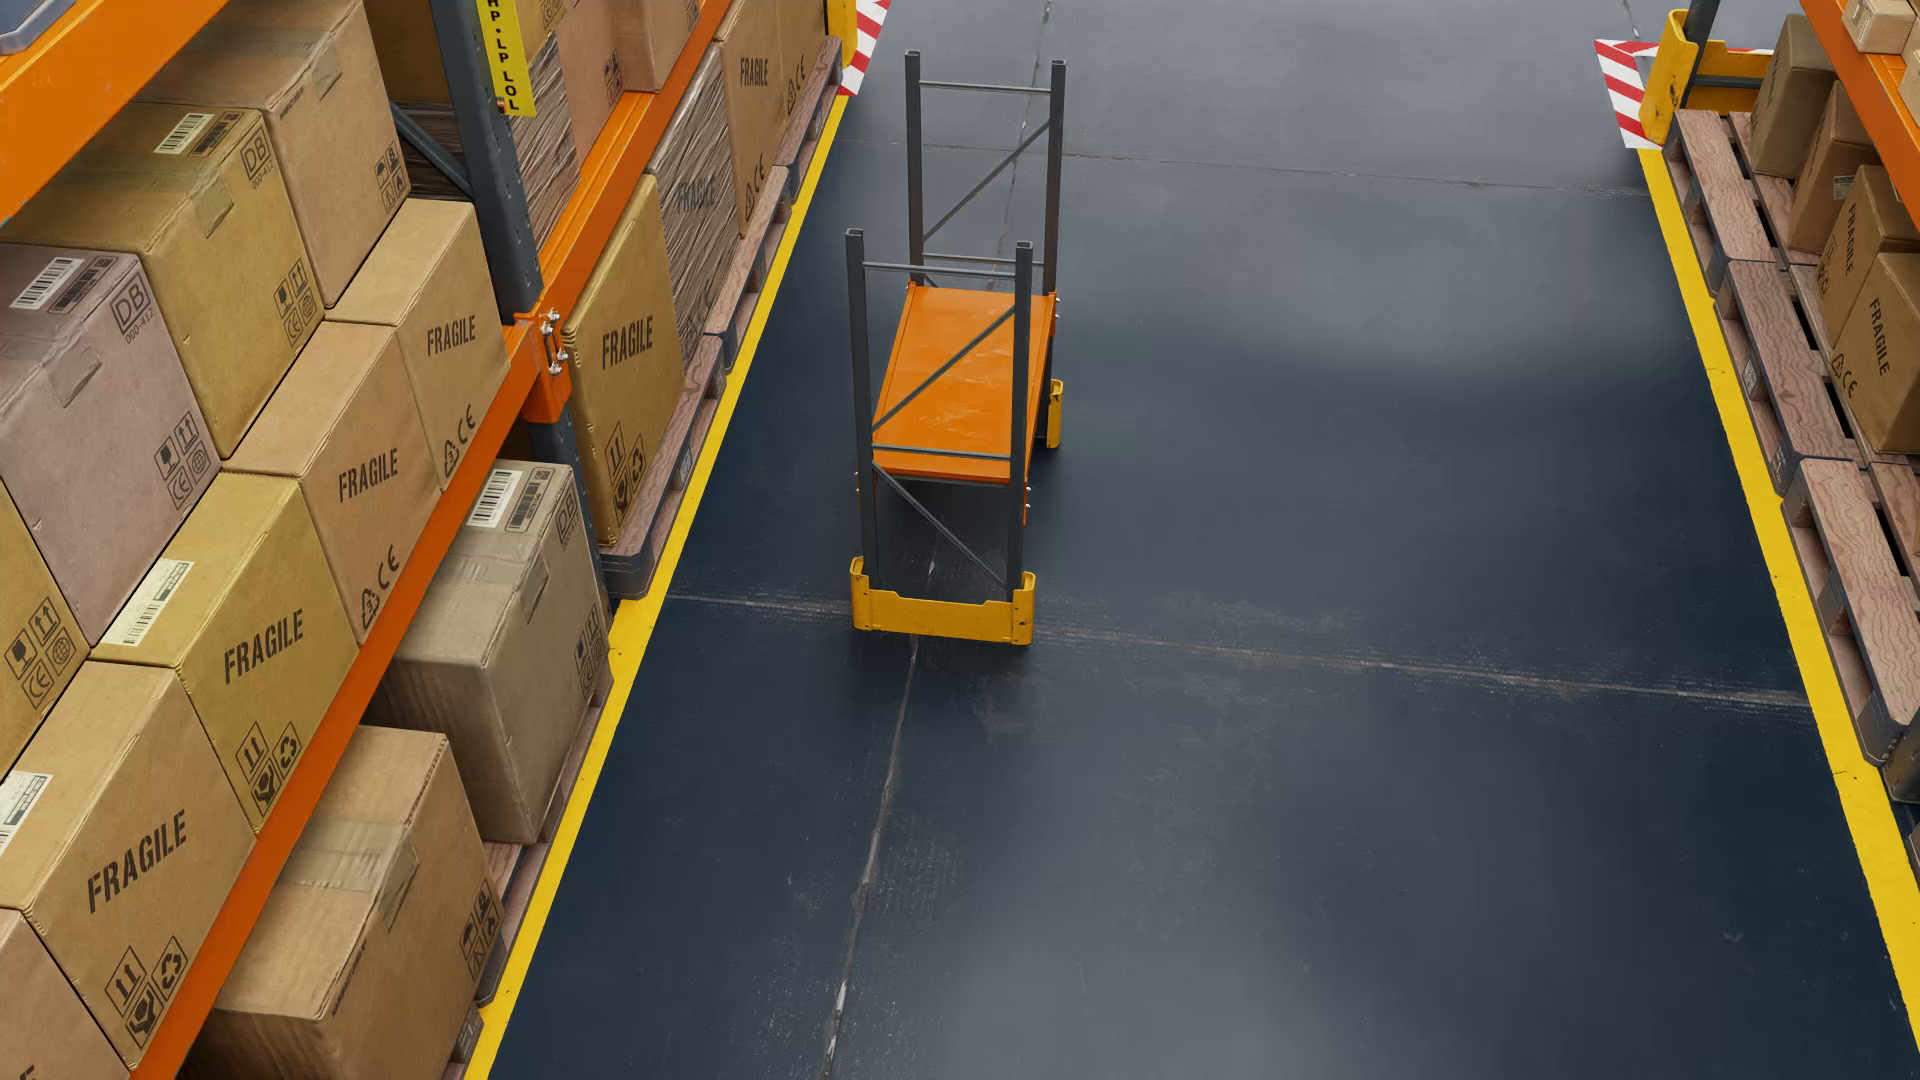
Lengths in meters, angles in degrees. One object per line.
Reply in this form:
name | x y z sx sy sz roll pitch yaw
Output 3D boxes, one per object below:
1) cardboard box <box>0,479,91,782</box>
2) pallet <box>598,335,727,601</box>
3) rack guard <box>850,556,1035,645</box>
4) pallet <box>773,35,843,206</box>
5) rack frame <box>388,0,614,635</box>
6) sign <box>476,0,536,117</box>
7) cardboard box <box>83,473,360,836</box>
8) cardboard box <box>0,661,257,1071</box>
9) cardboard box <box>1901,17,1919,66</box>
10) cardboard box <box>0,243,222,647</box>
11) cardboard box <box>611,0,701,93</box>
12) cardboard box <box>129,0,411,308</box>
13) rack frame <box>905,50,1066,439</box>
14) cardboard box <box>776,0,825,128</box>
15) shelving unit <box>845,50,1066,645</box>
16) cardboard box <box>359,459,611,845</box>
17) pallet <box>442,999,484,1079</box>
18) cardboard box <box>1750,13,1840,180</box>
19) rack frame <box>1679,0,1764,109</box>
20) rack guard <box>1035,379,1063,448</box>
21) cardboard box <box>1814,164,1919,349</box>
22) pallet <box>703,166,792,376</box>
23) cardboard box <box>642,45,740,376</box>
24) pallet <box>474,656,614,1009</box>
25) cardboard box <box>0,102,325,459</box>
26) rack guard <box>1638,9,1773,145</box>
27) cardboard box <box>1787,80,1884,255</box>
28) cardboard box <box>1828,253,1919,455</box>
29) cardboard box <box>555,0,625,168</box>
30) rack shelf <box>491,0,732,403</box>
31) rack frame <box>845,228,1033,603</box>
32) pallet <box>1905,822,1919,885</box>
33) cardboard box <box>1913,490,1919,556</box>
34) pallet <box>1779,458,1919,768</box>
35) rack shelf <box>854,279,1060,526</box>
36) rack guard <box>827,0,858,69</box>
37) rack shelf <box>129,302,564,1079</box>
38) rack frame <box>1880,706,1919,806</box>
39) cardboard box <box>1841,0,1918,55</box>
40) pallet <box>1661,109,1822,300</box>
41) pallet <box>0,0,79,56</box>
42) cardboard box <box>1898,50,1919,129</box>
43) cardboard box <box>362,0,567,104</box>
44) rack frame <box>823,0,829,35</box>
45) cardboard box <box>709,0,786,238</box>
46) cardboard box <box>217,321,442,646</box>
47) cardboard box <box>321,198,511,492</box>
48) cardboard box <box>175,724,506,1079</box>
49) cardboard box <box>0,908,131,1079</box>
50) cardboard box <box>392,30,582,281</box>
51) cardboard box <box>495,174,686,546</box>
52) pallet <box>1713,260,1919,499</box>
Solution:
cardboard box | -1.903 0.152 2.608 0.700 0.500 0.500 5 44 5
pallet | -1.464 -0.325 5.940 1.003 0.211 1.213 5 44 6
rack guard | -0.056 0.197 5.360 0.587 0.250 0.087 5 44 6
pallet | -1.141 -1.988 7.696 1.003 0.211 1.213 5 44 6
rack frame | -1.642 -0.826 4.441 1.000 3.000 0.127 5 44 6
sign | -1.103 -1.175 4.025 0.100 0.325 0.005 5 44 6
cardboard box | -1.579 0.206 3.278 0.500 0.500 0.500 6 44 6
cardboard box | -1.644 0.552 2.912 0.500 0.500 0.500 5 44 5
cardboard box | 3.320 -1.573 5.412 0.380 0.149 0.250 5 44 6
cardboard box | -1.835 -0.192 2.971 0.700 0.500 0.500 6 44 6
cardboard box | -1.366 -1.868 5.432 0.875 0.550 0.550 5 44 6
cardboard box | -1.702 -0.887 3.705 0.700 0.500 0.500 5 44 5
rack frame | 0.078 -0.949 5.662 0.500 1.500 0.032 5 44 6
cardboard box | -1.137 -2.465 7.412 0.875 0.875 0.875 5 44 6
shelving unit | 0.010 -0.597 5.289 0.587 1.500 1.083 5 44 6
cardboard box | -1.635 0.269 4.615 1.050 0.750 0.750 5 44 5
pallet | -1.828 1.553 3.957 1.003 0.211 1.213 5 44 6
cardboard box | 3.691 -1.853 7.038 0.500 0.500 0.500 13 45 13
rack frame | 3.790 -3.033 6.771 1.000 3.000 0.127 5 44 6
rack guard | 0.076 -0.482 6.077 0.587 0.250 0.087 5 44 6
cardboard box | 3.544 -1.018 6.156 0.500 0.500 0.500 9 44 9
pallet | -1.305 -1.159 6.820 1.003 0.211 1.213 5 44 6
cardboard box | -1.374 -1.244 6.122 0.875 0.875 0.875 6 44 6
pallet | -1.669 0.719 4.837 1.003 0.211 1.213 5 44 6
cardboard box | -1.768 -0.536 3.335 0.700 0.500 0.500 5 44 5
rack guard | 3.780 -2.073 7.576 1.175 0.500 0.348 5 44 6
cardboard box | 3.646 -1.443 6.605 0.500 0.500 0.500 16 46 16
cardboard box | 3.426 -0.642 5.759 0.500 0.500 0.500 2 43 2
cardboard box | -1.555 -1.510 5.054 0.875 0.550 0.550 5 44 6
rack shelf | -1.377 -1.928 6.128 1.077 0.370 4.000 5 44 6
rack frame | -0.056 -0.256 4.930 0.500 1.500 0.032 5 44 6
pallet | 3.160 1.237 4.290 1.003 0.211 1.213 5 44 6
cardboard box | 3.422 -0.211 5.304 0.500 0.500 0.500 19 46 19
pallet | 3.315 0.245 5.338 1.003 0.211 1.213 5 44 6
rack shelf | 0.011 -0.472 5.419 0.538 0.185 1.000 5 44 6
rack guard | -1.110 -2.661 8.197 1.175 0.500 0.348 5 44 6
rack shelf | -1.906 0.798 3.249 1.077 0.370 4.000 5 44 6
rack frame | 3.261 -0.307 3.892 1.000 3.000 0.127 5 44 6
cardboard box | 3.222 -1.755 5.605 0.380 0.149 0.250 5 44 6
pallet | 3.638 -1.418 7.094 1.003 0.211 1.213 5 44 6
pallet | -1.714 -1.217 2.811 0.805 0.209 1.217 4 44 4
cardboard box | 3.211 -1.410 5.240 0.380 0.149 0.250 5 44 6
cardboard box | -1.559 -1.521 4.280 0.875 0.550 0.550 5 44 6
rack frame | -1.113 -3.552 7.320 1.000 3.000 0.127 5 44 6
cardboard box | -1.251 -1.865 6.778 0.875 0.875 0.875 5 44 5
cardboard box | -1.513 -0.138 3.642 0.500 0.500 0.500 5 44 5
cardboard box | -1.446 -0.483 4.005 0.500 0.500 0.500 5 44 5
cardboard box | -1.766 0.926 3.921 1.050 0.750 0.750 5 44 6
cardboard box | -1.712 0.892 2.554 0.500 0.500 0.500 5 44 5
cardboard box | -1.605 -1.133 4.656 0.875 0.550 0.550 5 44 6
cardboard box | -1.489 -0.630 5.473 0.875 0.875 0.875 6 44 6
pallet | 3.474 -0.589 6.218 1.003 0.211 1.213 5 44 6
